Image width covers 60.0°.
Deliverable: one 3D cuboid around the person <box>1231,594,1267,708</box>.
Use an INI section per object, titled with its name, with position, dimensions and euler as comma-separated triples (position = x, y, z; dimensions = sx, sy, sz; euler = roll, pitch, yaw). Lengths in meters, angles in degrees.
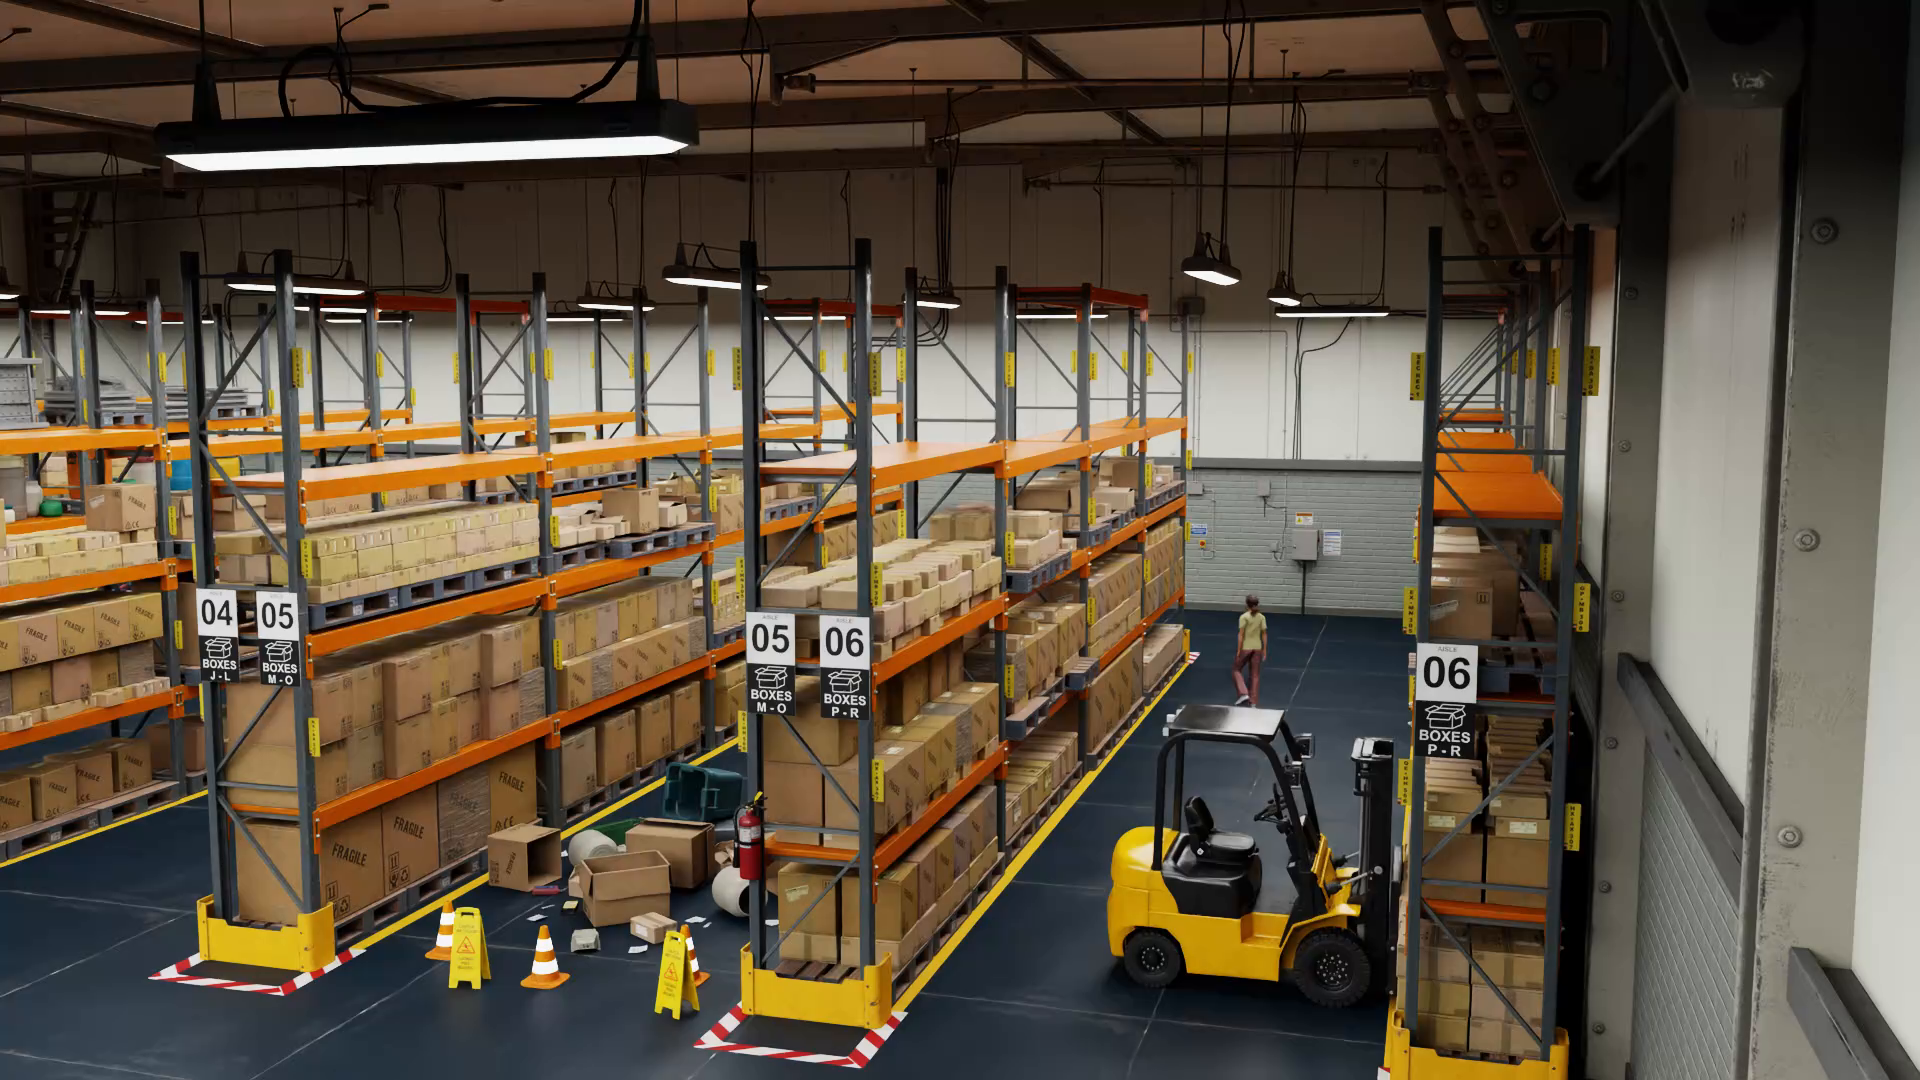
[person]
position = 4.237, 1.626, 24.235
dimensions = 0.487, 1.670, 0.461
euler = -2, 7, -14
